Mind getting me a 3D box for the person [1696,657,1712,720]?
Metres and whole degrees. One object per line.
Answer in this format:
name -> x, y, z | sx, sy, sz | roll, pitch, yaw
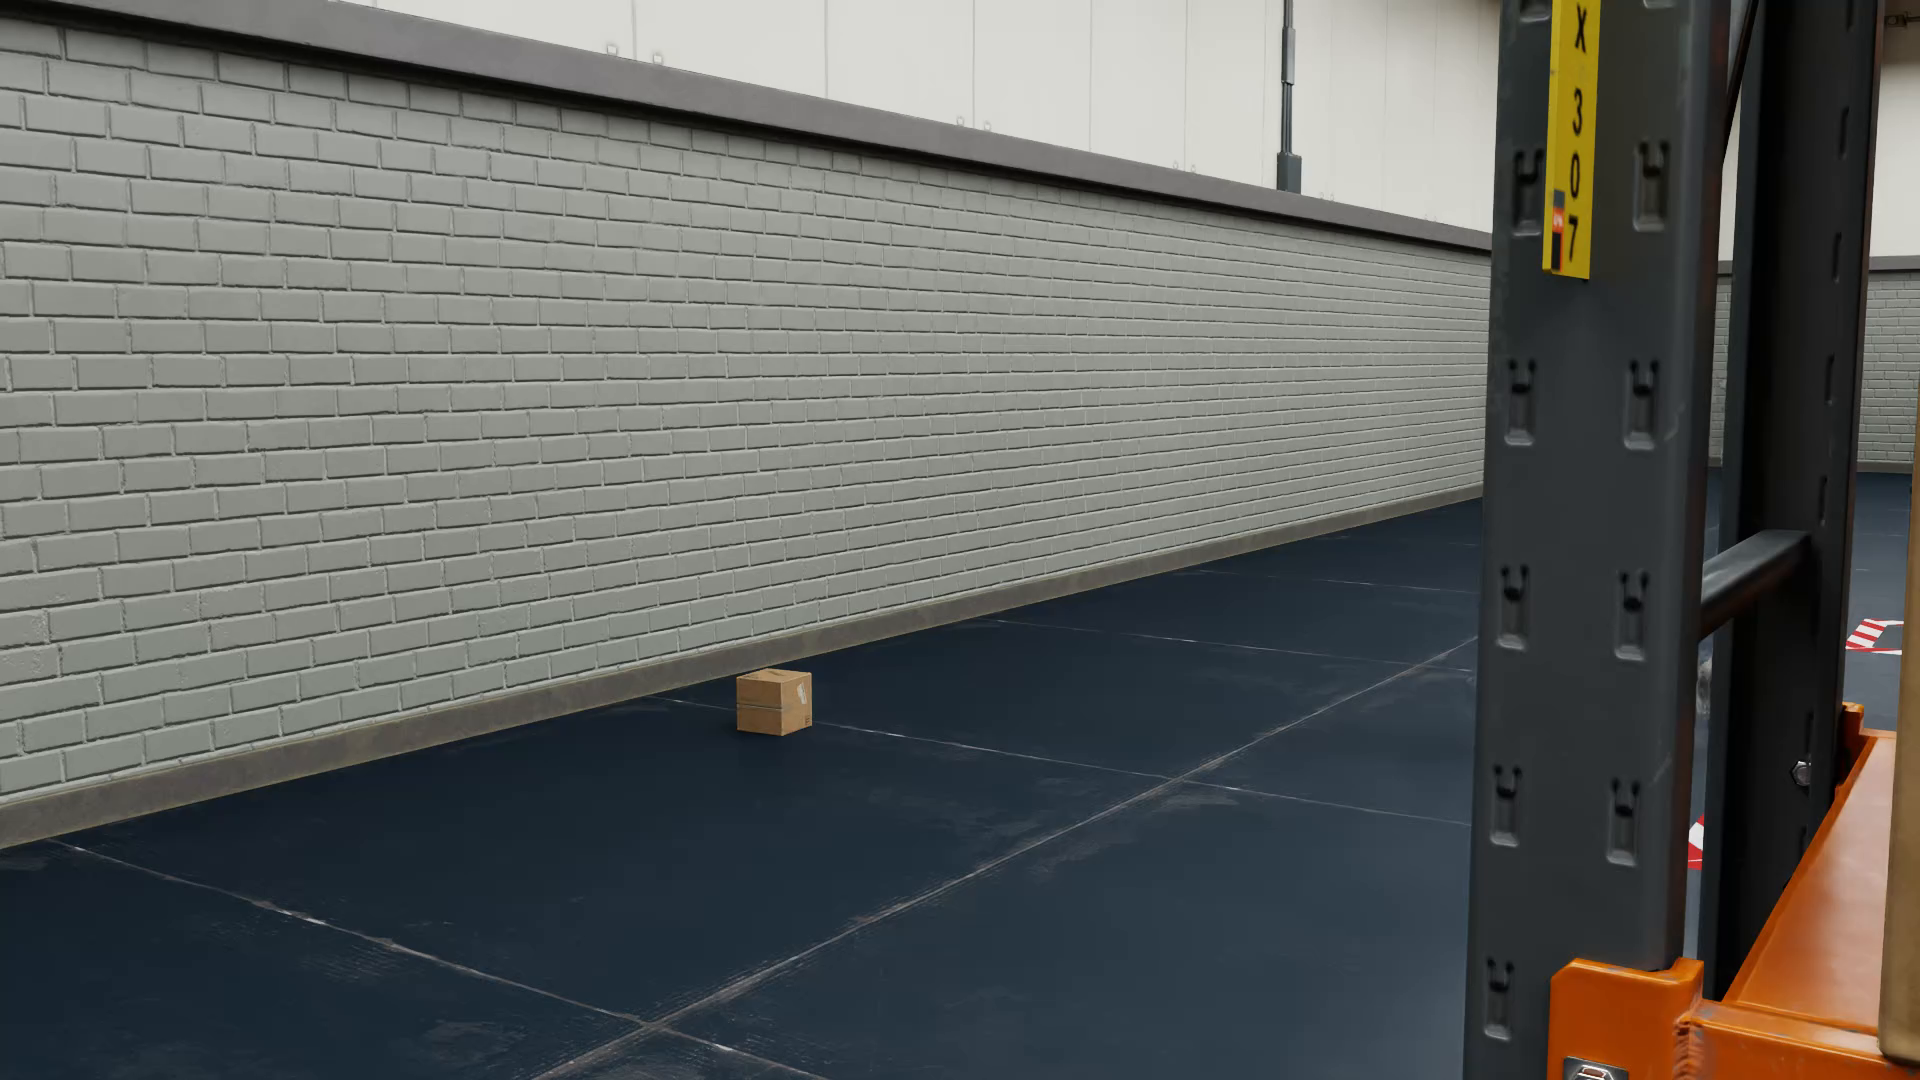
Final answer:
person -> 3.473, 0.065, 7.173 | 0.527, 1.669, 0.444 | 1, 7, 10
